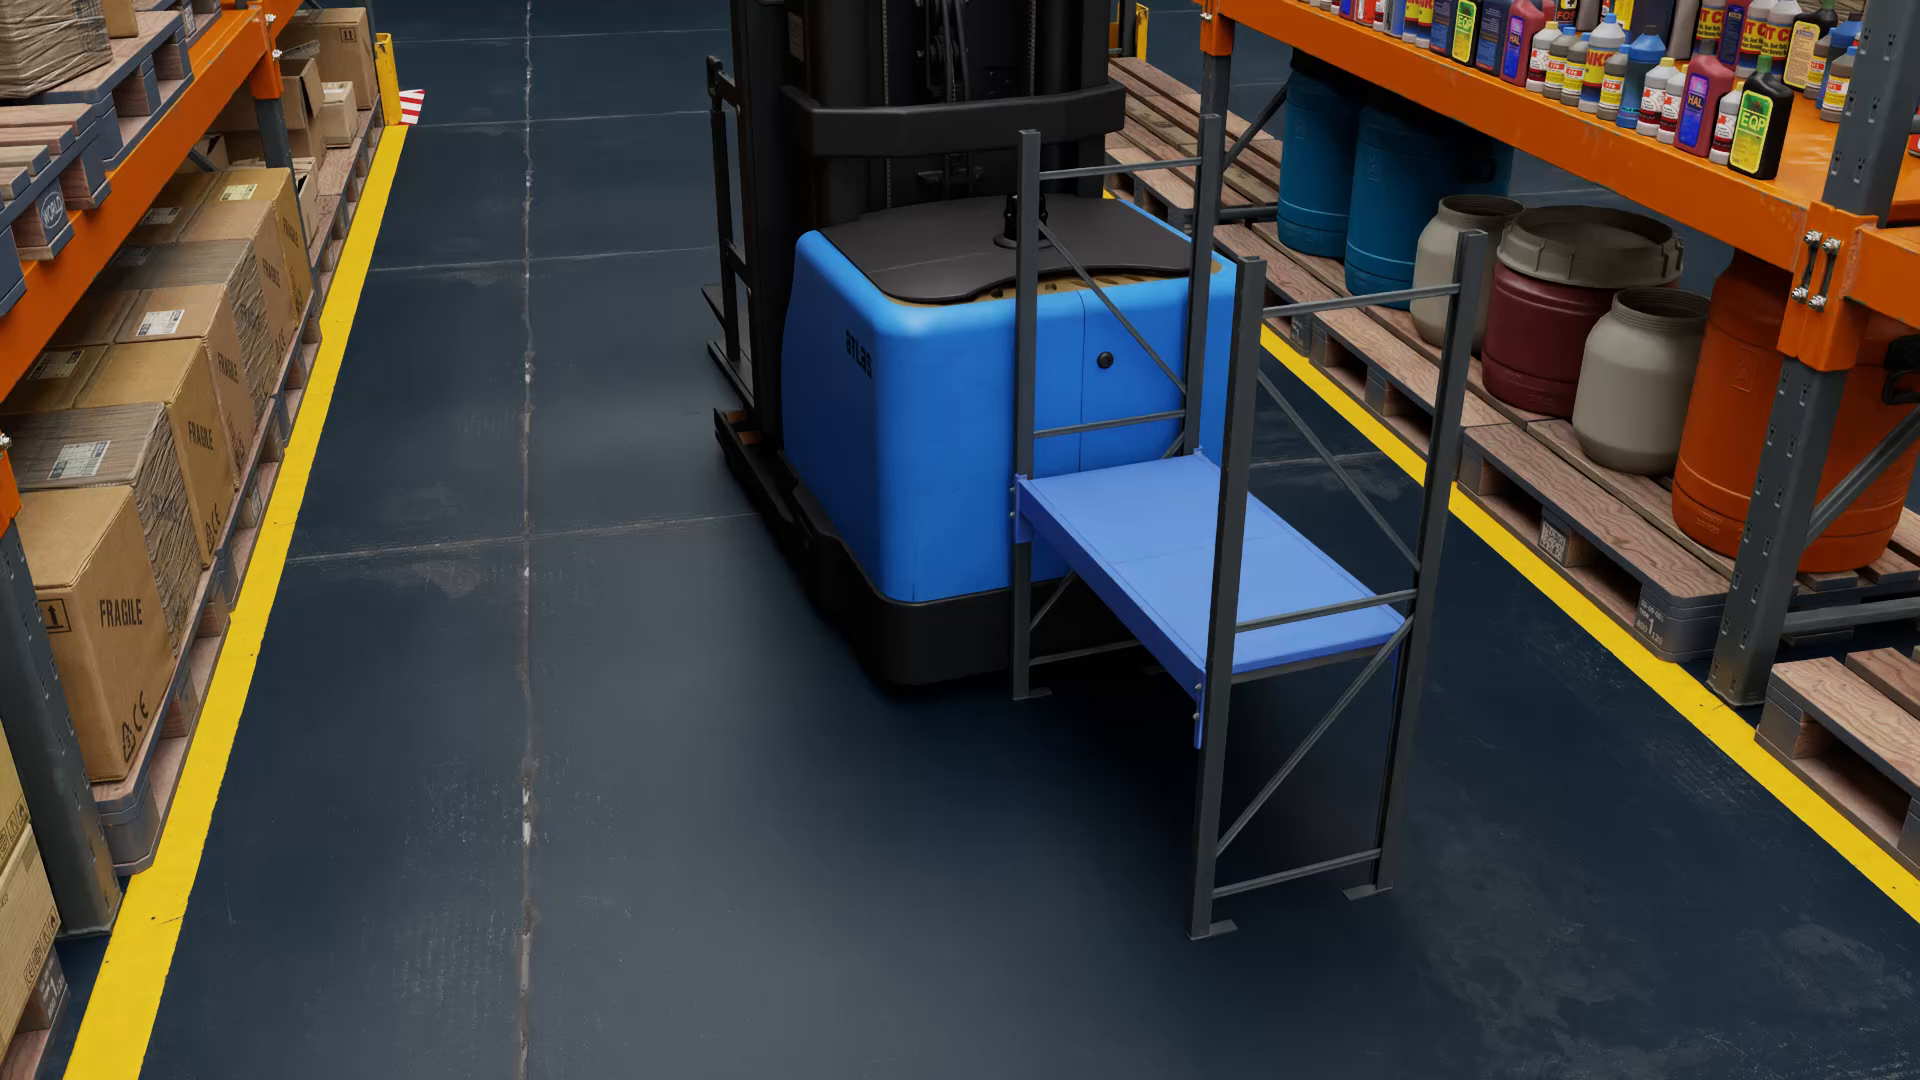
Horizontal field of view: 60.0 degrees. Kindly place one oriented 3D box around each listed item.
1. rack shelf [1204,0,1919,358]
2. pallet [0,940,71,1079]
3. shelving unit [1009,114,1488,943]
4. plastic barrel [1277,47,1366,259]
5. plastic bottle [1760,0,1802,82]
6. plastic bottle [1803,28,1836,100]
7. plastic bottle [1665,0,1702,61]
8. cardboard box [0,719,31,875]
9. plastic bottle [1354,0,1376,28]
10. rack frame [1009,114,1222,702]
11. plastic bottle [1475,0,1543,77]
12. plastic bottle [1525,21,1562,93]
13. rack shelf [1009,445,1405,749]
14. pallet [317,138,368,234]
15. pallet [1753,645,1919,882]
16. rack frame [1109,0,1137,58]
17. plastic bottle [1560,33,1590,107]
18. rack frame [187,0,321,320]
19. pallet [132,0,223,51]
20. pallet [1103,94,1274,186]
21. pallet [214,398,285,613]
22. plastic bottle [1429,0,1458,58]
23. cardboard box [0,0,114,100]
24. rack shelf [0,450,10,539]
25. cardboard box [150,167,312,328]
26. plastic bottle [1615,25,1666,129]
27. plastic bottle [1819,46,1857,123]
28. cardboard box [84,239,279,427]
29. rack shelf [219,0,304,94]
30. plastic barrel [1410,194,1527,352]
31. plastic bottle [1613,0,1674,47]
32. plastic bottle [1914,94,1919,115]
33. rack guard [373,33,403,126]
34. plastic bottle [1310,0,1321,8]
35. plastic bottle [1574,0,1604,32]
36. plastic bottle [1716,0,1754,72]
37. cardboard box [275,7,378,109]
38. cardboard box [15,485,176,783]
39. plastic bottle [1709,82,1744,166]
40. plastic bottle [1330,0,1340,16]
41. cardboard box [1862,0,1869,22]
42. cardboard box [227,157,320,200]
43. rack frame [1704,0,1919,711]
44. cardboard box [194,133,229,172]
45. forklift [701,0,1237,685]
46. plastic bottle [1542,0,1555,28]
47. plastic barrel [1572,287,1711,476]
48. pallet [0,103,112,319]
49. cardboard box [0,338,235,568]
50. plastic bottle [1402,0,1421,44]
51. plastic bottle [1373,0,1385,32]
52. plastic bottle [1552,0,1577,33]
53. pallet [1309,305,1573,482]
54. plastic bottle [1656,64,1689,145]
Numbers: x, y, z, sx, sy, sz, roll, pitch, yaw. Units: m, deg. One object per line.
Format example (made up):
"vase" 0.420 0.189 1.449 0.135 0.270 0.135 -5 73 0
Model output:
"rack shelf" 2.053 -1.527 5.744 1.077 0.370 4.000 -6 27 -12
"pallet" -2.176 1.142 2.753 1.003 0.211 1.213 -6 27 -12
"shelving unit" 0.547 -0.071 3.726 0.538 1.500 1.048 -9 28 -18
"plastic barrel" 1.708 -1.736 7.223 0.600 0.901 0.708 -6 27 -12
"plastic bottle" 2.535 -1.552 5.138 0.097 0.271 0.097 0 27 0
"plastic bottle" 2.587 -1.419 4.953 0.097 0.201 0.097 0 27 0
"plastic bottle" 2.408 -1.746 5.518 0.152 0.276 0.135 -6 27 -12
"cardboard box" -1.965 0.526 2.841 0.500 0.311 0.500 -5 27 -10
"plastic bottle" 1.544 -2.022 6.065 0.152 0.276 0.135 -6 27 -12
"rack frame" 0.371 -0.286 4.151 0.500 1.500 0.032 -9 28 -18
"plastic bottle" 1.744 -1.658 5.260 0.144 0.351 0.185 -6 27 -12
"plastic bottle" 1.783 -1.468 5.050 0.097 0.201 0.097 0 27 0
"rack shelf" 0.547 0.090 3.807 0.538 0.185 1.000 -9 28 -18
"pallet" -3.657 -1.818 8.617 1.003 0.211 1.213 -6 27 -12
"pallet" 2.640 0.619 3.789 1.003 0.211 1.213 -6 27 -12
"rack frame" 0.701 -4.482 10.800 1.000 3.000 0.127 -6 27 -12
"plastic bottle" 1.827 -1.383 4.881 0.097 0.201 0.097 0 27 0
"rack frame" -3.225 -2.224 6.328 1.000 3.000 0.127 -6 27 -12
"pallet" -3.151 -1.777 5.654 1.003 0.211 1.213 -6 27 -12
"pallet" 1.120 -2.336 9.645 1.003 0.211 1.213 -6 27 -12
"pallet" -2.726 -0.090 5.193 1.003 0.211 1.213 -6 27 -12
"plastic bottle" 1.672 -1.797 5.537 0.144 0.351 0.185 -6 27 -12
"cardboard box" -2.595 -1.386 4.091 0.700 0.500 0.500 -1 27 -2
"rack shelf" -1.873 0.731 1.271 1.077 0.370 4.000 -6 27 -12
"cardboard box" -2.834 -1.117 6.421 0.500 0.500 0.500 -6 27 -12
"plastic bottle" 1.893 -1.286 4.611 0.097 0.271 0.097 0 27 0
"plastic bottle" 2.499 -1.286 4.689 0.097 0.201 0.097 0 27 0
"cardboard box" -2.619 -0.679 5.553 0.500 0.500 0.500 -6 27 -11
"rack shelf" -3.676 -2.781 8.230 1.077 0.370 4.000 -6 27 -12
"plastic barrel" 1.908 -0.994 6.186 0.421 0.512 0.421 0 27 0
"plastic bottle" 2.258 -1.775 5.493 0.144 0.351 0.185 -6 27 -12
"plastic bottle" 2.691 -1.289 4.605 0.061 0.283 0.133 -6 27 -12
"rack guard" -4.109 -2.831 10.304 1.175 0.500 0.348 -6 27 -12
"plastic bottle" 1.417 -2.212 6.446 0.097 0.271 0.097 0 27 0
"plastic bottle" 2.284 -1.987 5.996 0.152 0.276 0.135 -6 27 -12
"plastic bottle" 2.505 -1.652 5.324 0.061 0.283 0.133 -6 27 -12
"cardboard box" -3.764 -2.847 9.848 0.500 0.500 0.500 -6 27 -12
"cardboard box" -2.147 0.222 3.766 0.500 0.500 0.500 -5 27 -9
"plastic bottle" 1.988 -1.068 4.257 0.097 0.201 0.097 0 27 0
"plastic bottle" 1.461 -2.095 6.293 0.097 0.201 0.097 0 27 0
"cardboard box" 6.154 -3.161 10.075 0.875 0.875 0.875 -6 27 -12
"cardboard box" -3.313 -1.741 8.026 0.380 0.166 0.250 -6 27 -12
"rack frame" 2.503 -0.970 3.842 1.000 3.000 0.127 -6 27 -12
"cardboard box" -3.799 -1.771 7.926 0.500 0.311 0.500 -6 27 -12
"forklift" -0.217 -1.573 5.113 1.130 2.935 3.031 -9 28 -18
"plastic bottle" 1.838 -1.649 5.318 0.061 0.283 0.133 -6 27 -12
"plastic barrel" 2.162 -0.498 5.203 0.421 0.512 0.421 0 27 0
"pallet" -2.544 -0.673 3.468 1.213 0.211 1.003 -6 27 -12
"cardboard box" -2.379 -0.228 4.658 0.500 0.500 0.500 -6 27 -12
"plastic bottle" 1.596 -1.864 5.758 0.097 0.271 0.097 0 27 0
"plastic bottle" 1.543 -1.935 5.975 0.097 0.201 0.097 0 27 0
"plastic bottle" 2.167 -1.965 5.956 0.097 0.271 0.097 0 27 0
"pallet" 2.014 -0.601 6.207 1.003 0.211 1.213 -6 27 -12
"plastic bottle" 1.936 -1.169 4.458 0.097 0.201 0.097 0 27 0
